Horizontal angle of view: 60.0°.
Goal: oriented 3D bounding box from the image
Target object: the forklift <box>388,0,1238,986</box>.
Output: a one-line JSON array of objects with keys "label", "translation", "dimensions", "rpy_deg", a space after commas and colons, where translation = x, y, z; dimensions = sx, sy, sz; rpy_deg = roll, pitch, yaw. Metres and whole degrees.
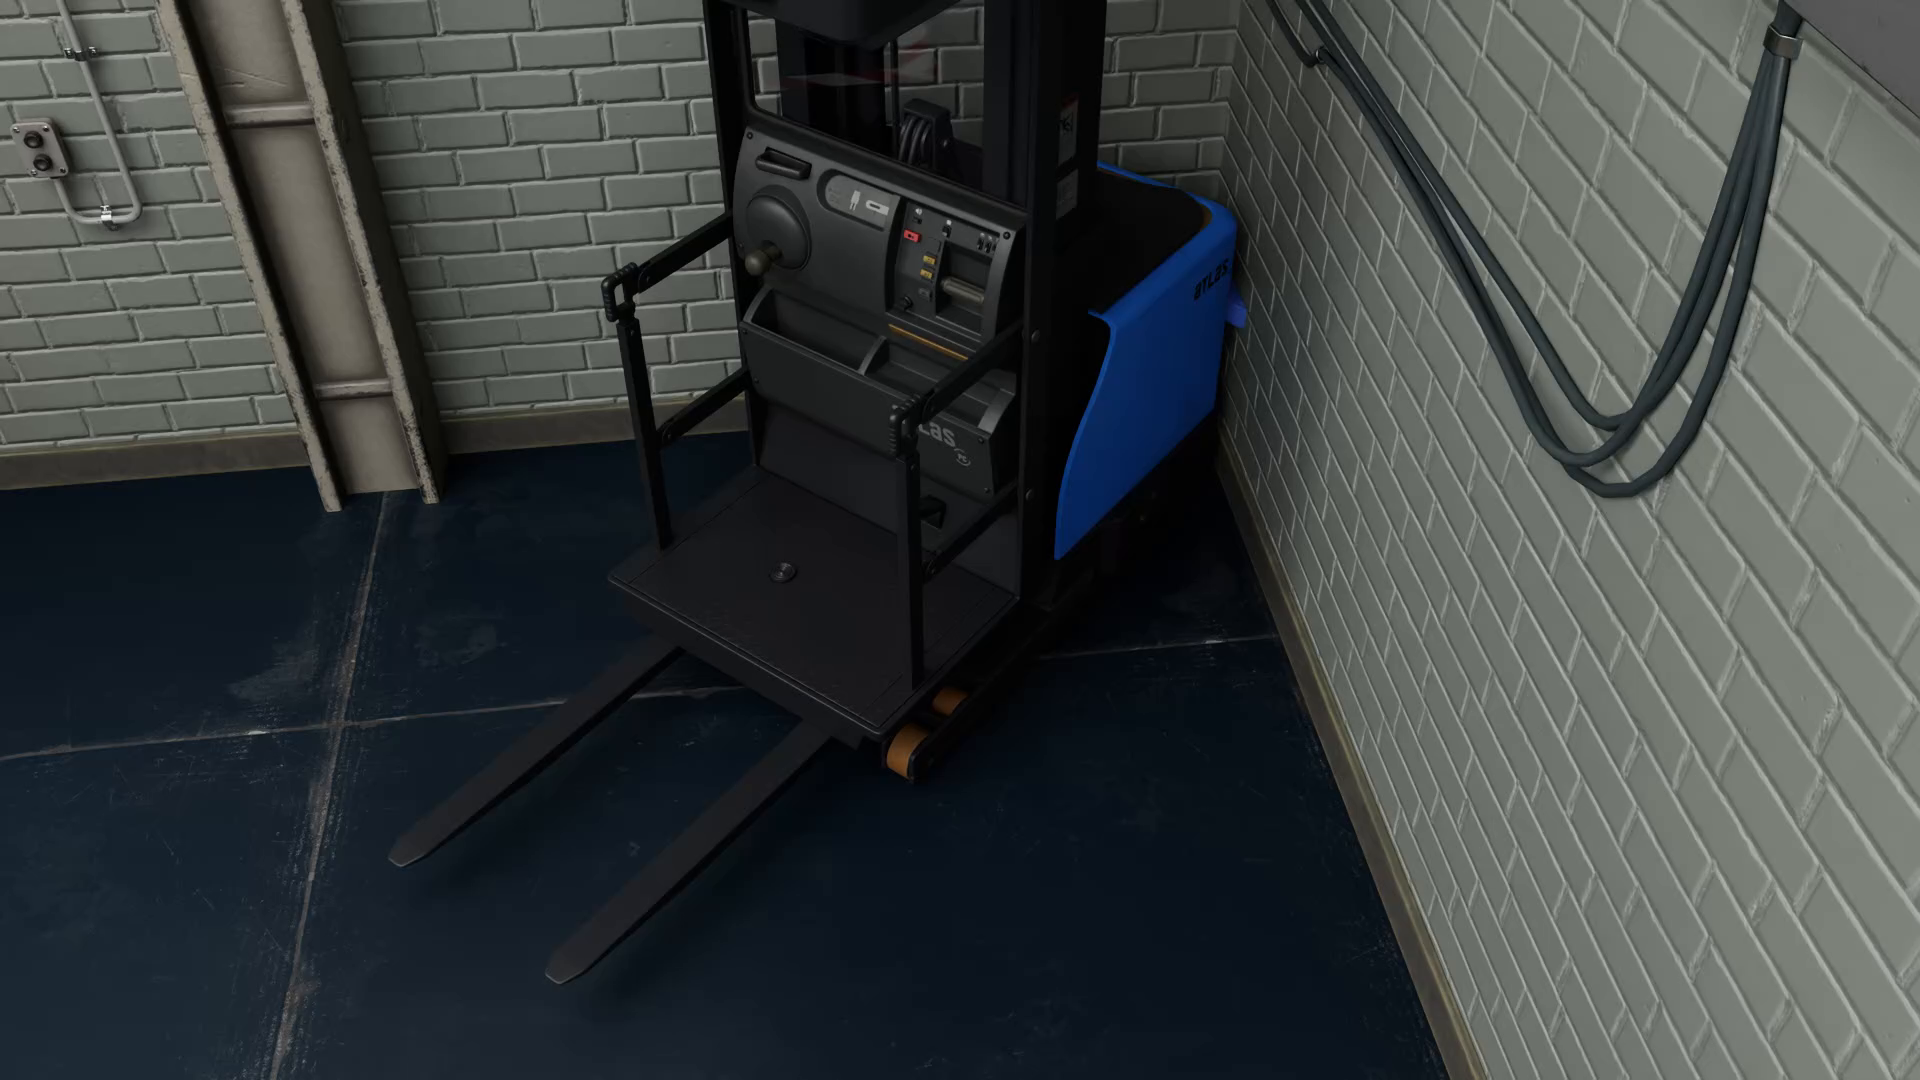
[{"label": "forklift", "translation": [-0.373, -0.751, 4.395], "dimensions": [1.130, 2.935, 3.031], "rpy_deg": [26, 48, 26]}]

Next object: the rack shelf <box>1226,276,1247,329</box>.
[{"label": "rack shelf", "translation": [0.830, -0.996, 5.922], "dimensions": [1.000, 0.185, 0.538], "rpy_deg": [27, 51, 27]}]

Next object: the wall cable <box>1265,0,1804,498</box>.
[{"label": "wall cable", "translation": [1.030, -1.852, 3.403], "dimensions": [0.112, 2.526, 3.097], "rpy_deg": [-5, 42, -6]}]

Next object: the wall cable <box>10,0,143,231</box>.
[{"label": "wall cable", "translation": [-3.478, -1.640, 4.570], "dimensions": [1.851, 1.984, 0.084], "rpy_deg": [-5, 42, -6]}]

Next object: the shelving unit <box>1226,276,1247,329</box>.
[{"label": "shelving unit", "translation": [0.825, -1.126, 5.799], "dimensions": [1.048, 1.500, 0.538], "rpy_deg": [27, 51, 27]}]
